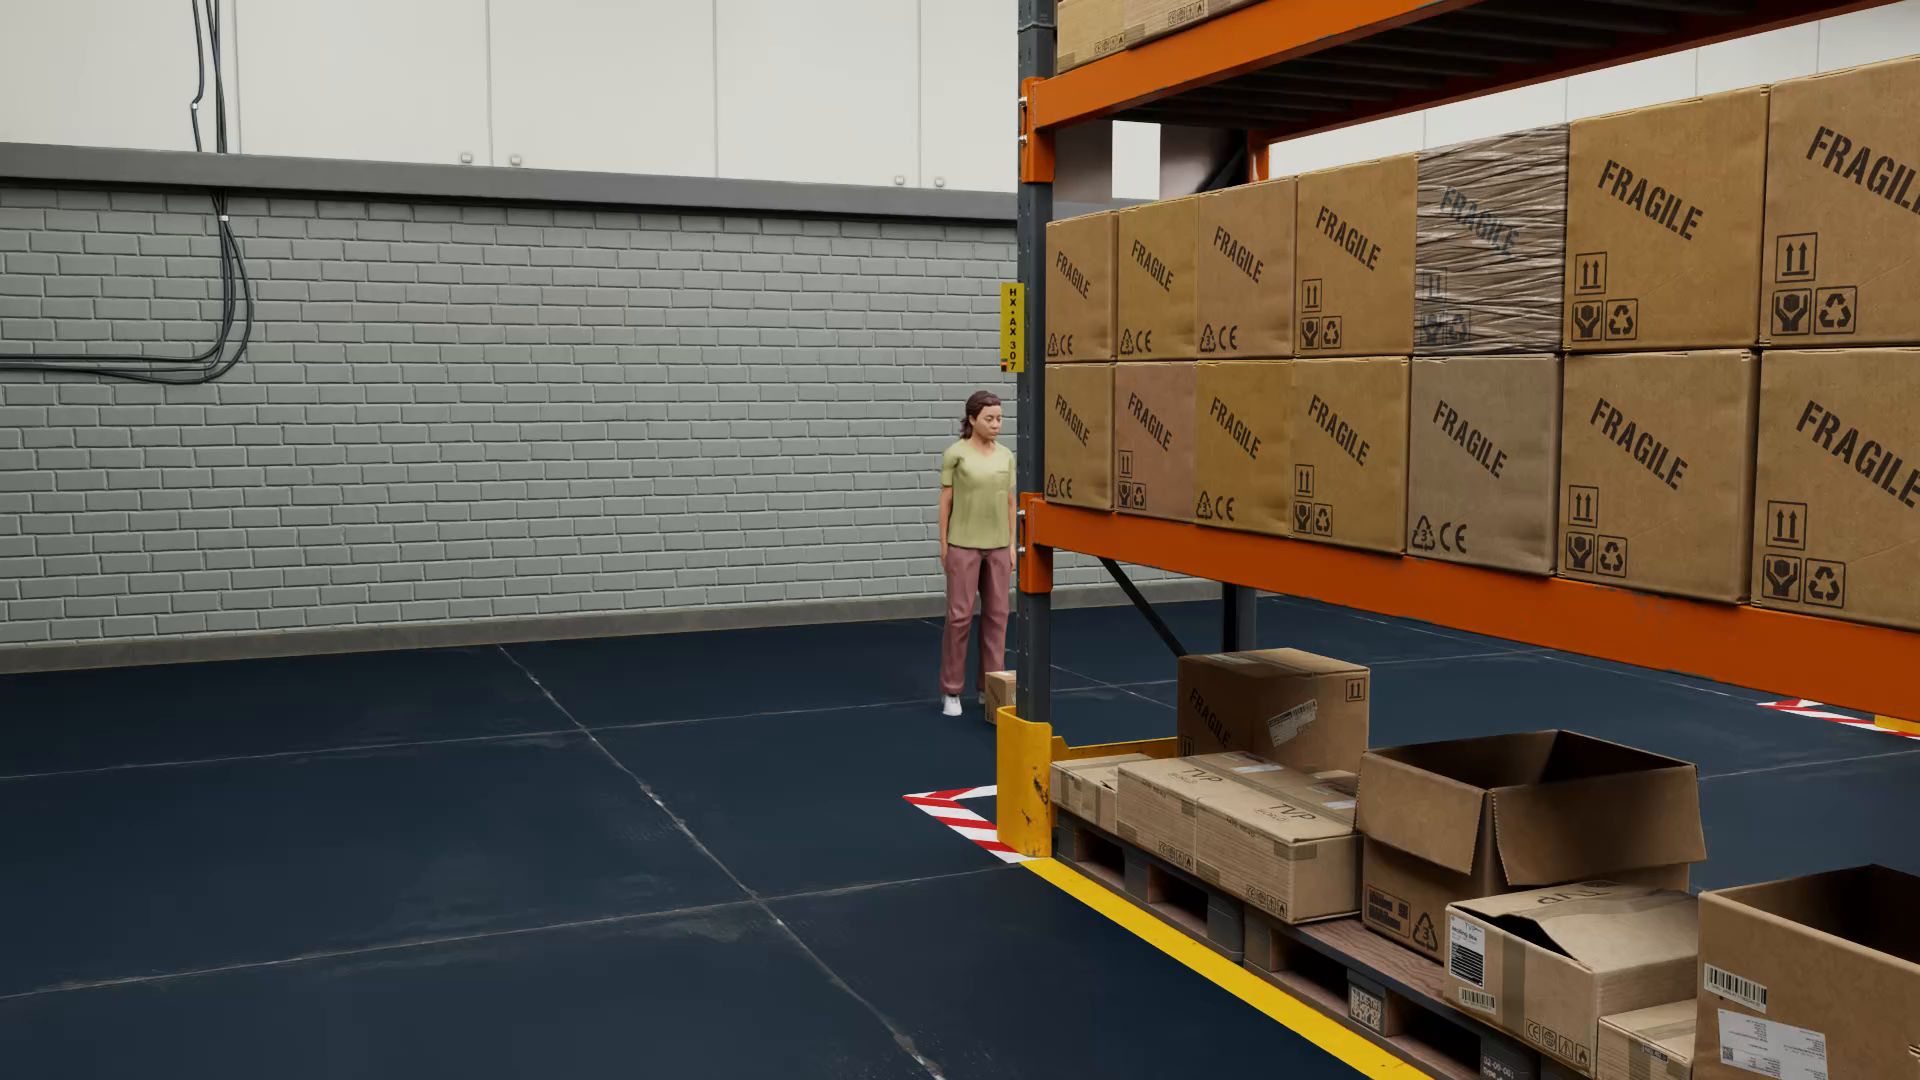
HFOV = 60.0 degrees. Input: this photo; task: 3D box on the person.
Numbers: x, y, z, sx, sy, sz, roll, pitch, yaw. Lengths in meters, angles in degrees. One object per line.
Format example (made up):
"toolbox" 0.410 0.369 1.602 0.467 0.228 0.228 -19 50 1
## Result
"person" 0.111 0.069 8.808 0.478 1.715 0.433 -2 6 -24
